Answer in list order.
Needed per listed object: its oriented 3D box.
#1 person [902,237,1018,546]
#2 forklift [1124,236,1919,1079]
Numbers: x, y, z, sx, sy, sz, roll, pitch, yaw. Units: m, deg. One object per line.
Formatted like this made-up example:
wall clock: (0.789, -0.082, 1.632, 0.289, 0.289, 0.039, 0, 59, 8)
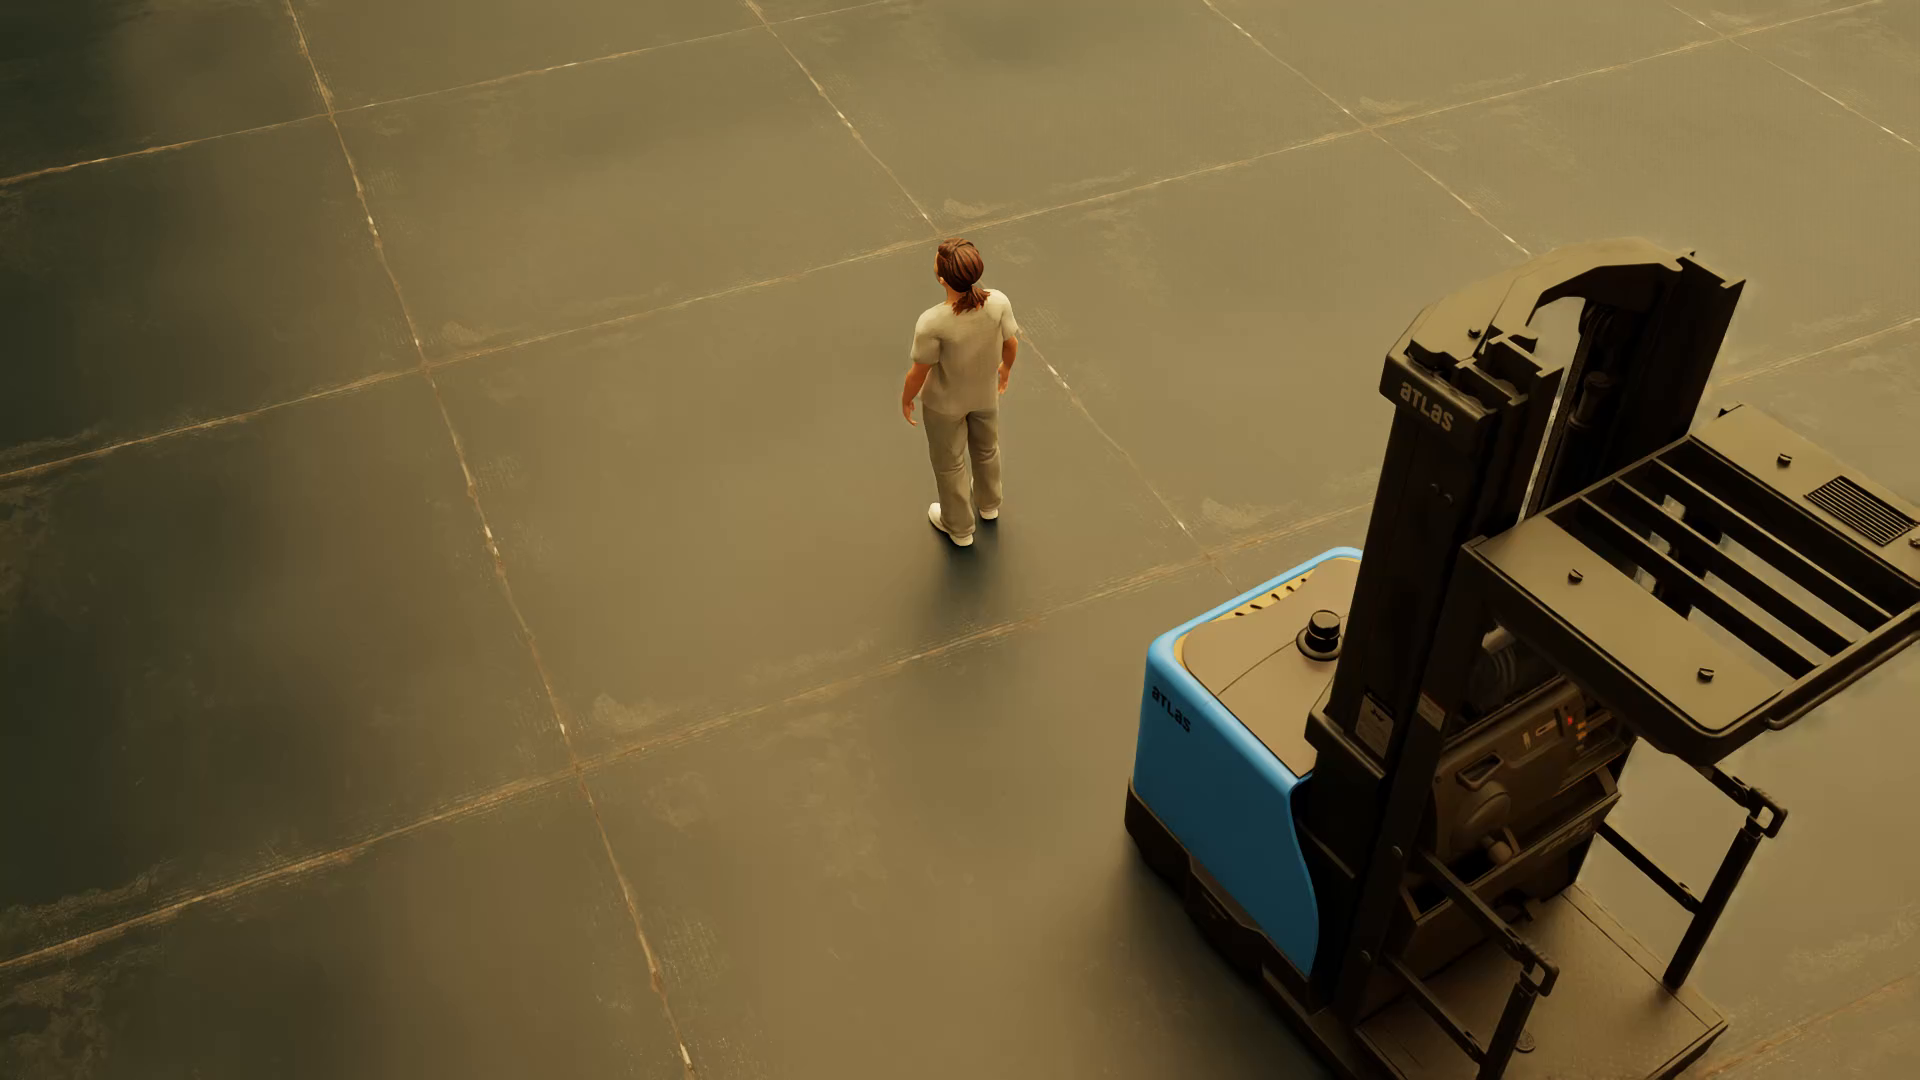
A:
person: (-0.018, -0.667, 7.305, 0.549, 1.675, 0.549, -18, 46, -18)
forklift: (1.875, 0.736, 4.892, 1.130, 2.935, 3.031, -24, 48, -24)
